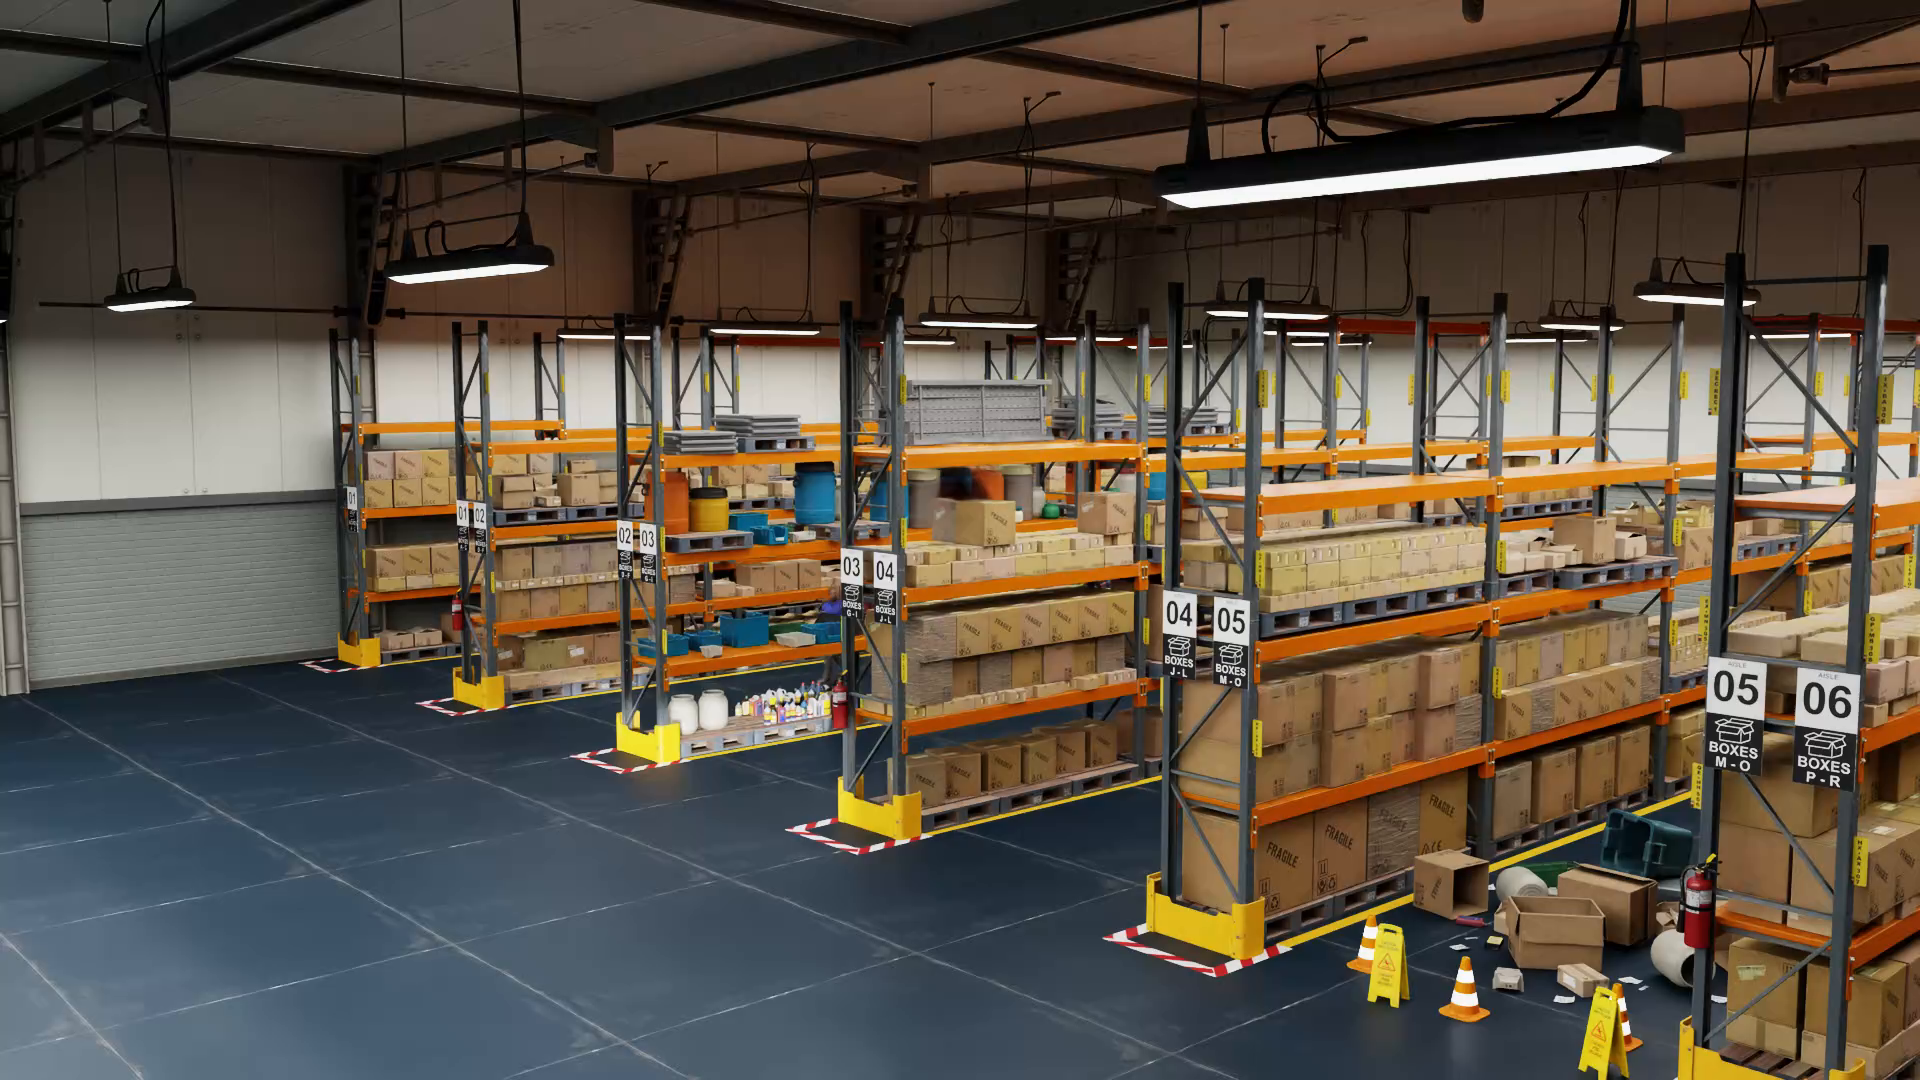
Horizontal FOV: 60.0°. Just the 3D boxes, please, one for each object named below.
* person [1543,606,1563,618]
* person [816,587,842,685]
[{"bbox_3d":[9.208,1.781,25.804,0.852,1.832,0.605,-5,7,-40],"label":"person"},{"bbox_3d":[-2.155,1.594,28.080,0.402,1.608,0.964,5,8,41],"label":"person"}]
